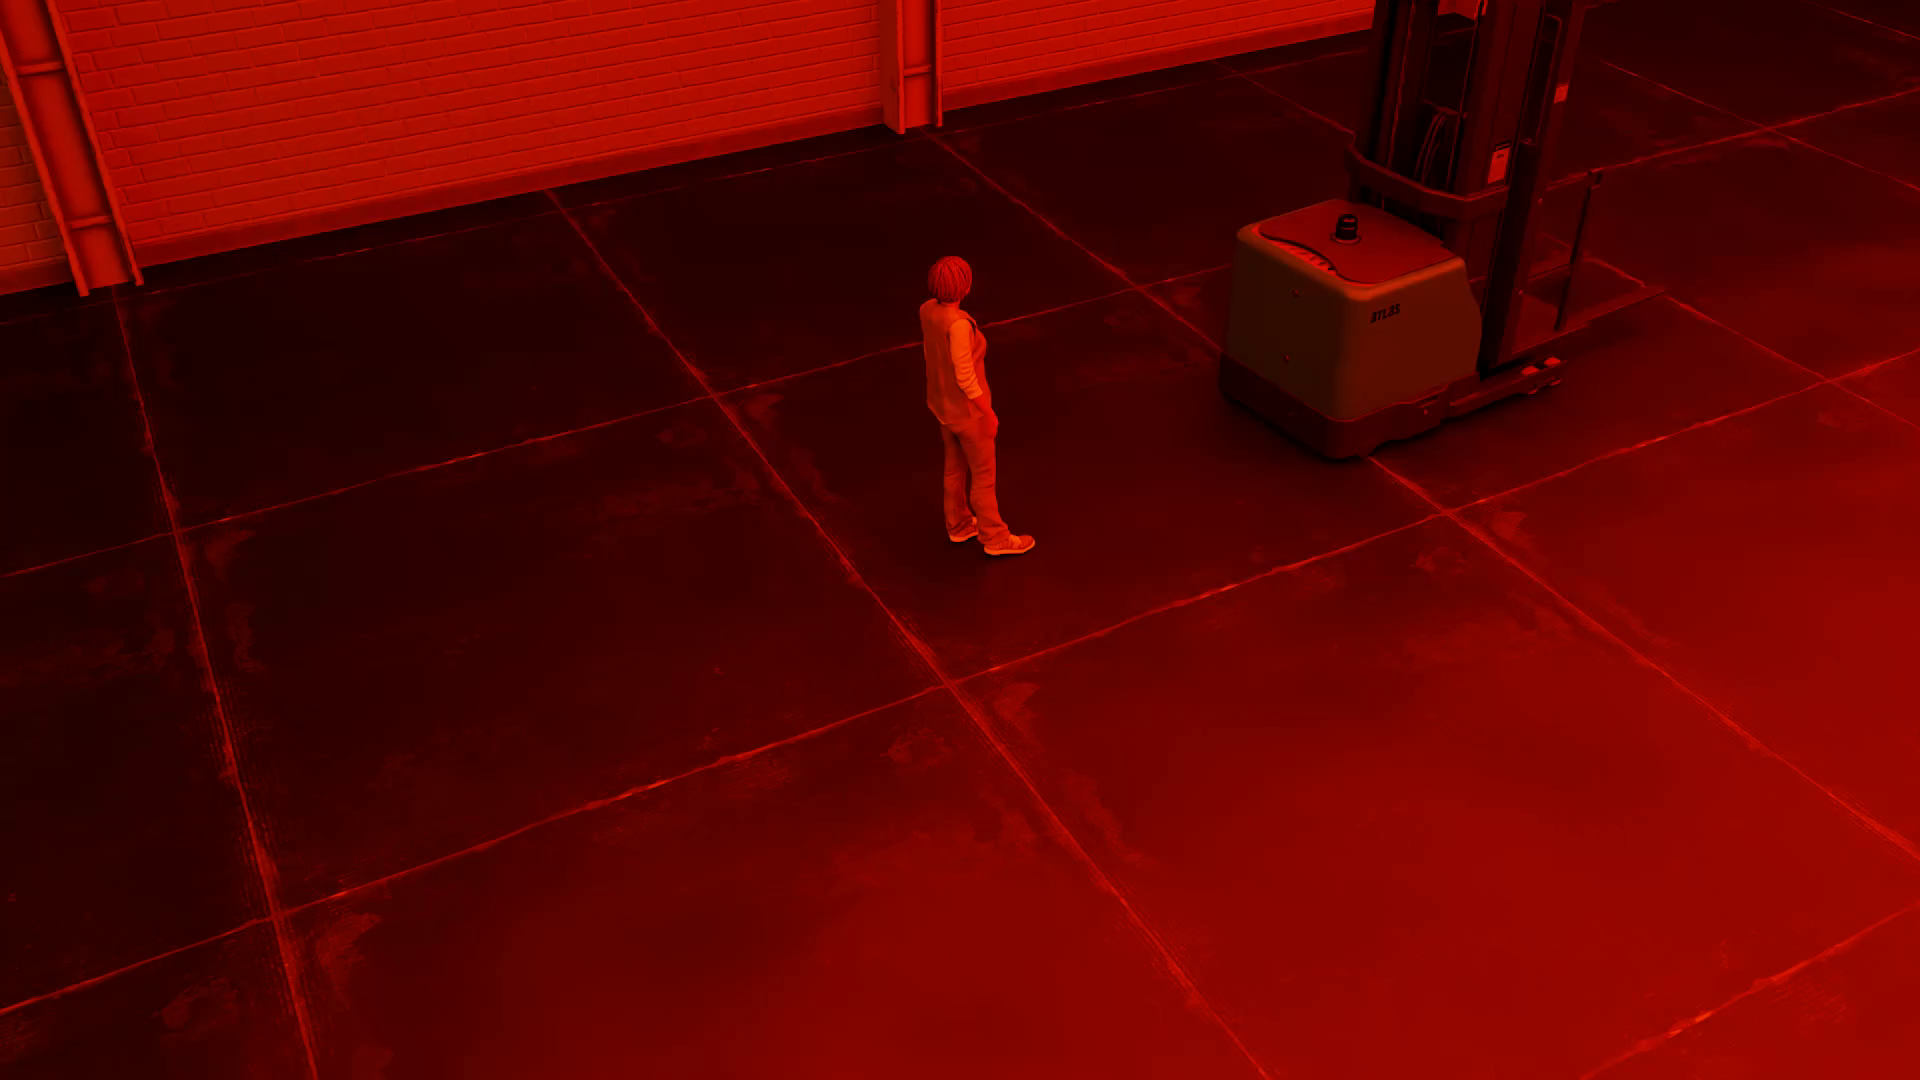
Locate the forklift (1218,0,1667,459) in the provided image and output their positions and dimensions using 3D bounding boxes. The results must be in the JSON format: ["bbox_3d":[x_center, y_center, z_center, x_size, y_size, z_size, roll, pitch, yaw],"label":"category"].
[{"bbox_3d":[3.037,-2.295,9.370,3.031,2.935,1.130,-21,40,-27],"label":"forklift"}]

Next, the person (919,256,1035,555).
[{"bbox_3d":[0.072,-0.671,8.215,0.475,1.597,0.520,-17,39,-23],"label":"person"}]
